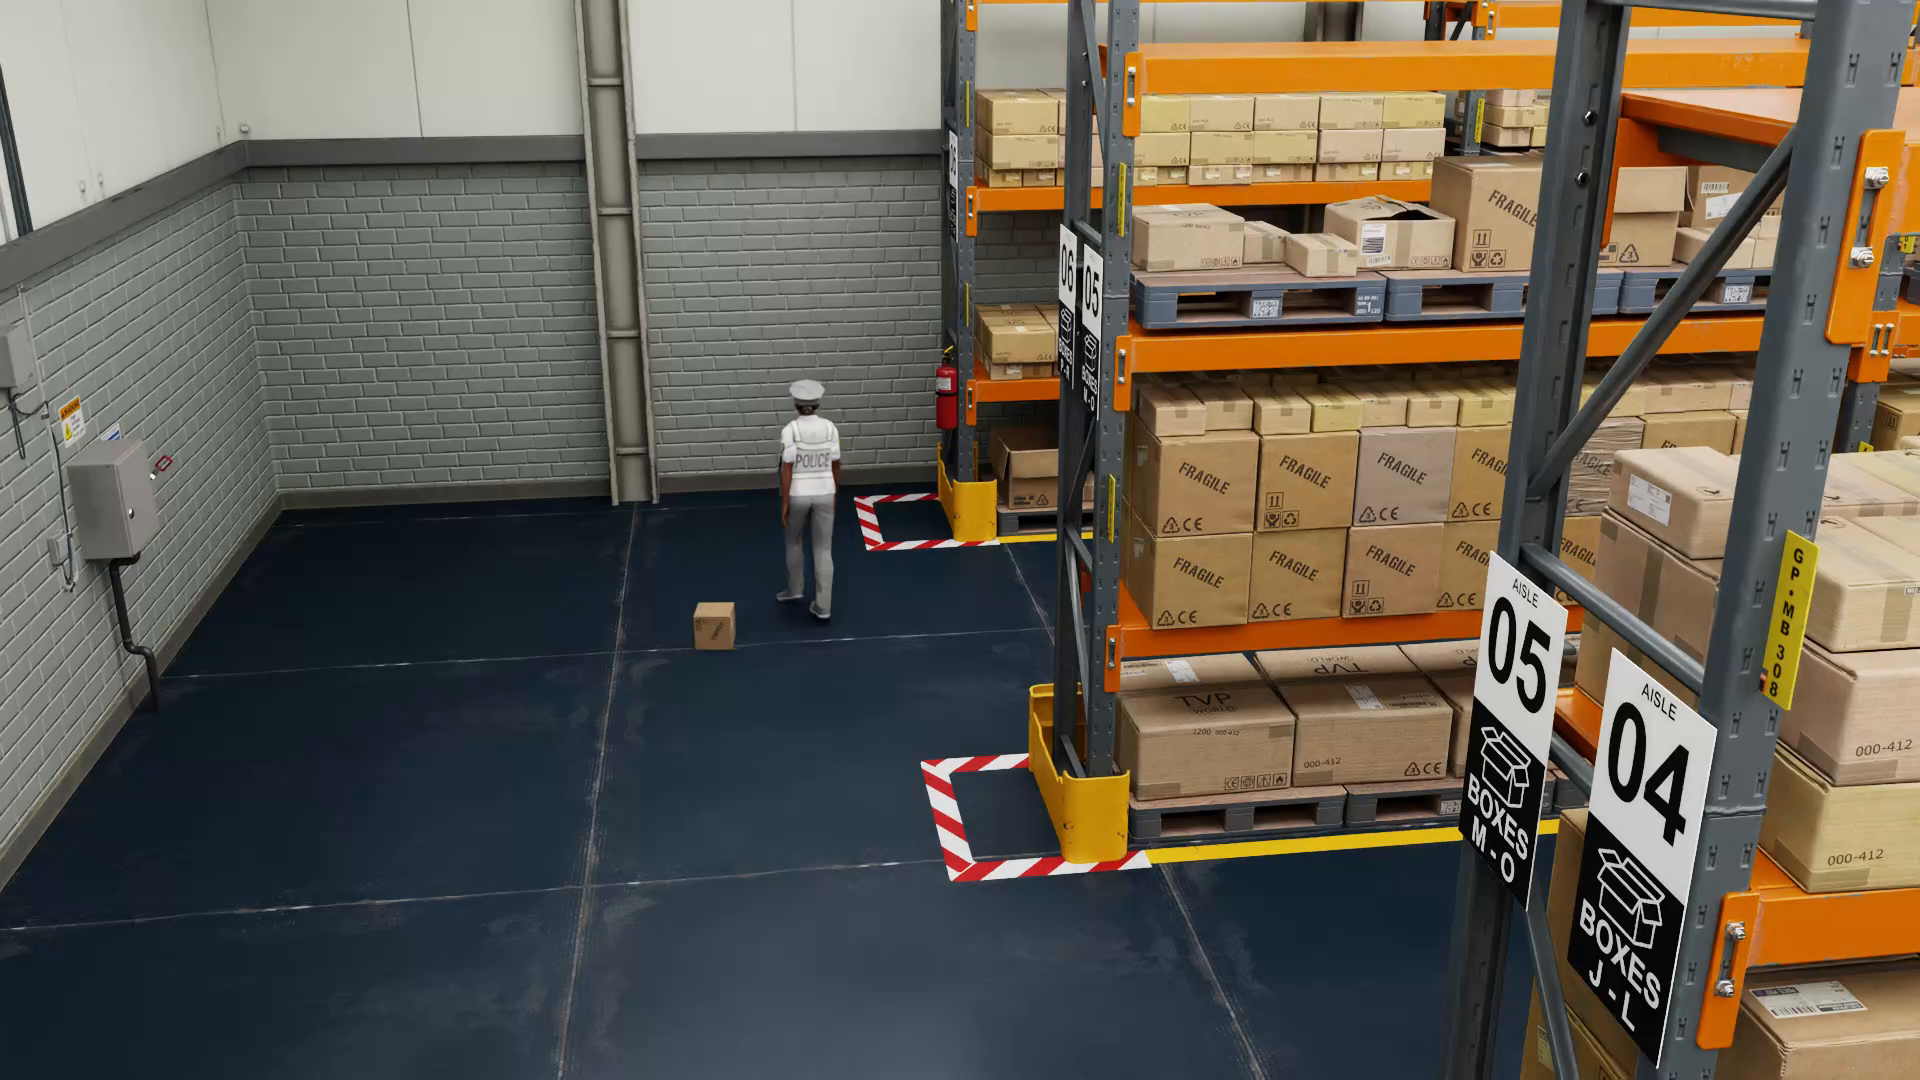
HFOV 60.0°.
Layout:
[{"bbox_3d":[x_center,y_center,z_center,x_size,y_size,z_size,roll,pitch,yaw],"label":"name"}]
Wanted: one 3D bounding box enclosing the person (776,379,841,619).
[{"bbox_3d":[-1.063,-0.276,11.838,0.477,1.701,0.697,-6,21,-16],"label":"person"}]
